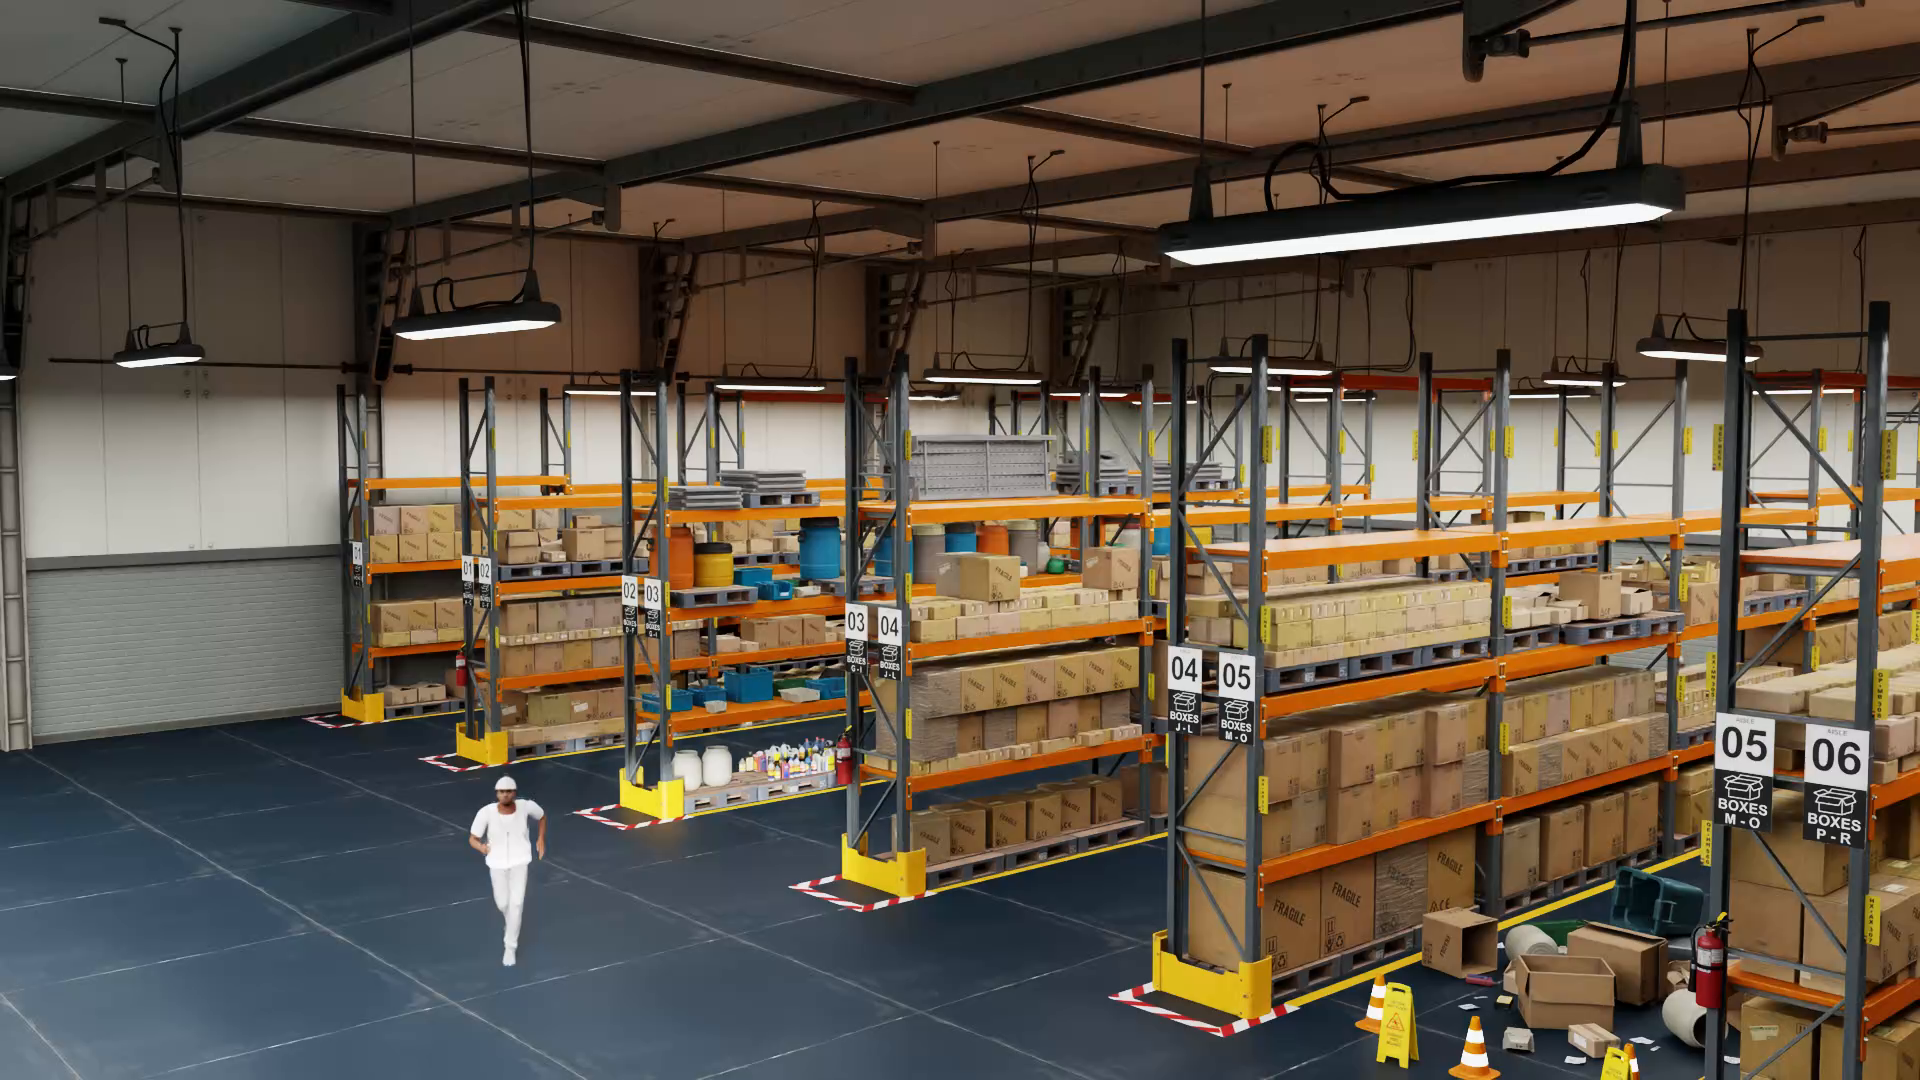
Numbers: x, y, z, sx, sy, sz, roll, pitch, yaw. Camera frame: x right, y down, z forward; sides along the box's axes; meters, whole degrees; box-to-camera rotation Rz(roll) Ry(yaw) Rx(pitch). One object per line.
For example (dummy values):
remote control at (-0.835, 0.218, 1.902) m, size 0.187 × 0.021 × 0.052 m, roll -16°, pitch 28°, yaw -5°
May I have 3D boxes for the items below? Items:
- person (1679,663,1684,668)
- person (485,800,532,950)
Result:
person at (10.742, 2.495, 24.945) m, size 0.729 × 1.452 × 0.608 m, roll -3°, pitch 5°, yaw -42°
person at (-4.470, 3.269, 16.487) m, size 0.441 × 1.418 × 0.795 m, roll -1°, pitch 4°, yaw -13°
